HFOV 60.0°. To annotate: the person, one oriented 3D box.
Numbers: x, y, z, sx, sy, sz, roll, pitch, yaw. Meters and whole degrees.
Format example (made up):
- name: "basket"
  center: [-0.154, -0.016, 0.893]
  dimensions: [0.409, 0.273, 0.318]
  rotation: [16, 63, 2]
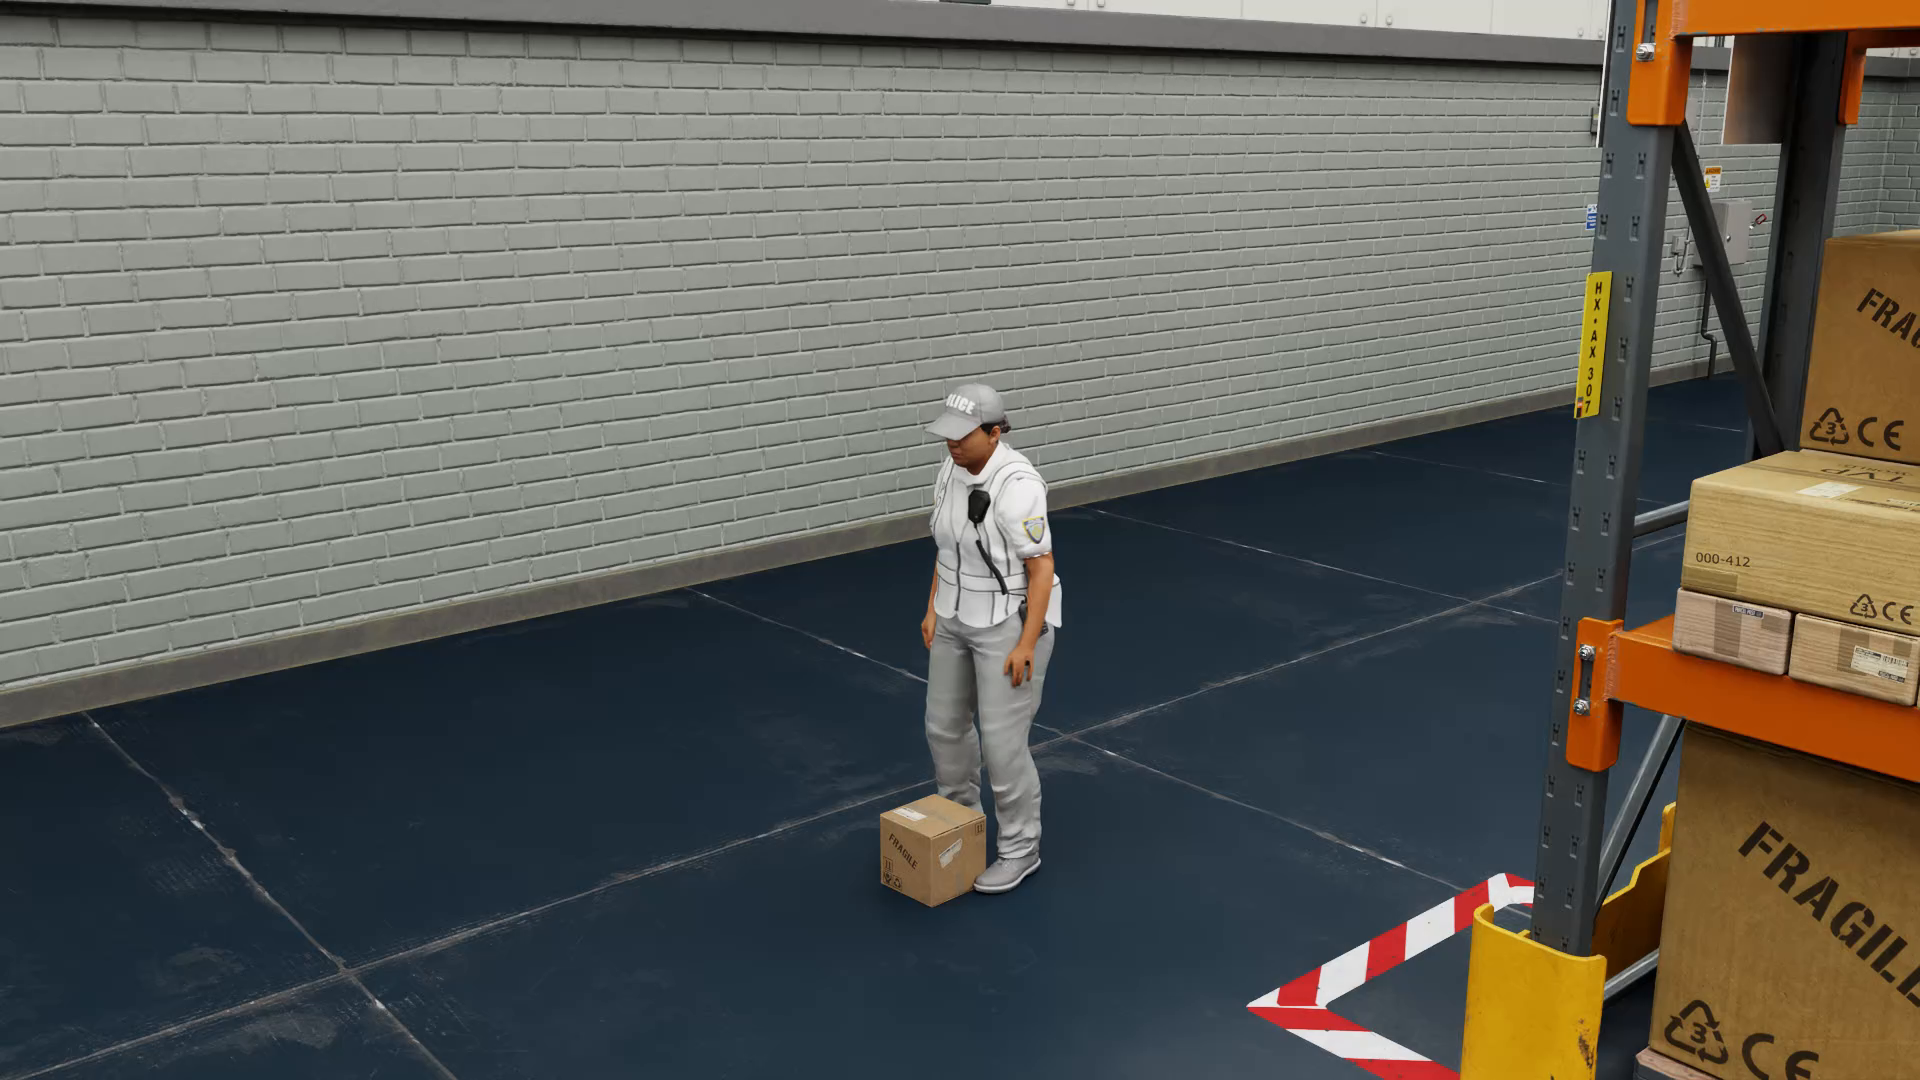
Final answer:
- name: "person"
  center: [0.070, 0.301, 5.475]
  dimensions: [0.466, 1.667, 0.539]
  rotation: [-12, 18, -39]
